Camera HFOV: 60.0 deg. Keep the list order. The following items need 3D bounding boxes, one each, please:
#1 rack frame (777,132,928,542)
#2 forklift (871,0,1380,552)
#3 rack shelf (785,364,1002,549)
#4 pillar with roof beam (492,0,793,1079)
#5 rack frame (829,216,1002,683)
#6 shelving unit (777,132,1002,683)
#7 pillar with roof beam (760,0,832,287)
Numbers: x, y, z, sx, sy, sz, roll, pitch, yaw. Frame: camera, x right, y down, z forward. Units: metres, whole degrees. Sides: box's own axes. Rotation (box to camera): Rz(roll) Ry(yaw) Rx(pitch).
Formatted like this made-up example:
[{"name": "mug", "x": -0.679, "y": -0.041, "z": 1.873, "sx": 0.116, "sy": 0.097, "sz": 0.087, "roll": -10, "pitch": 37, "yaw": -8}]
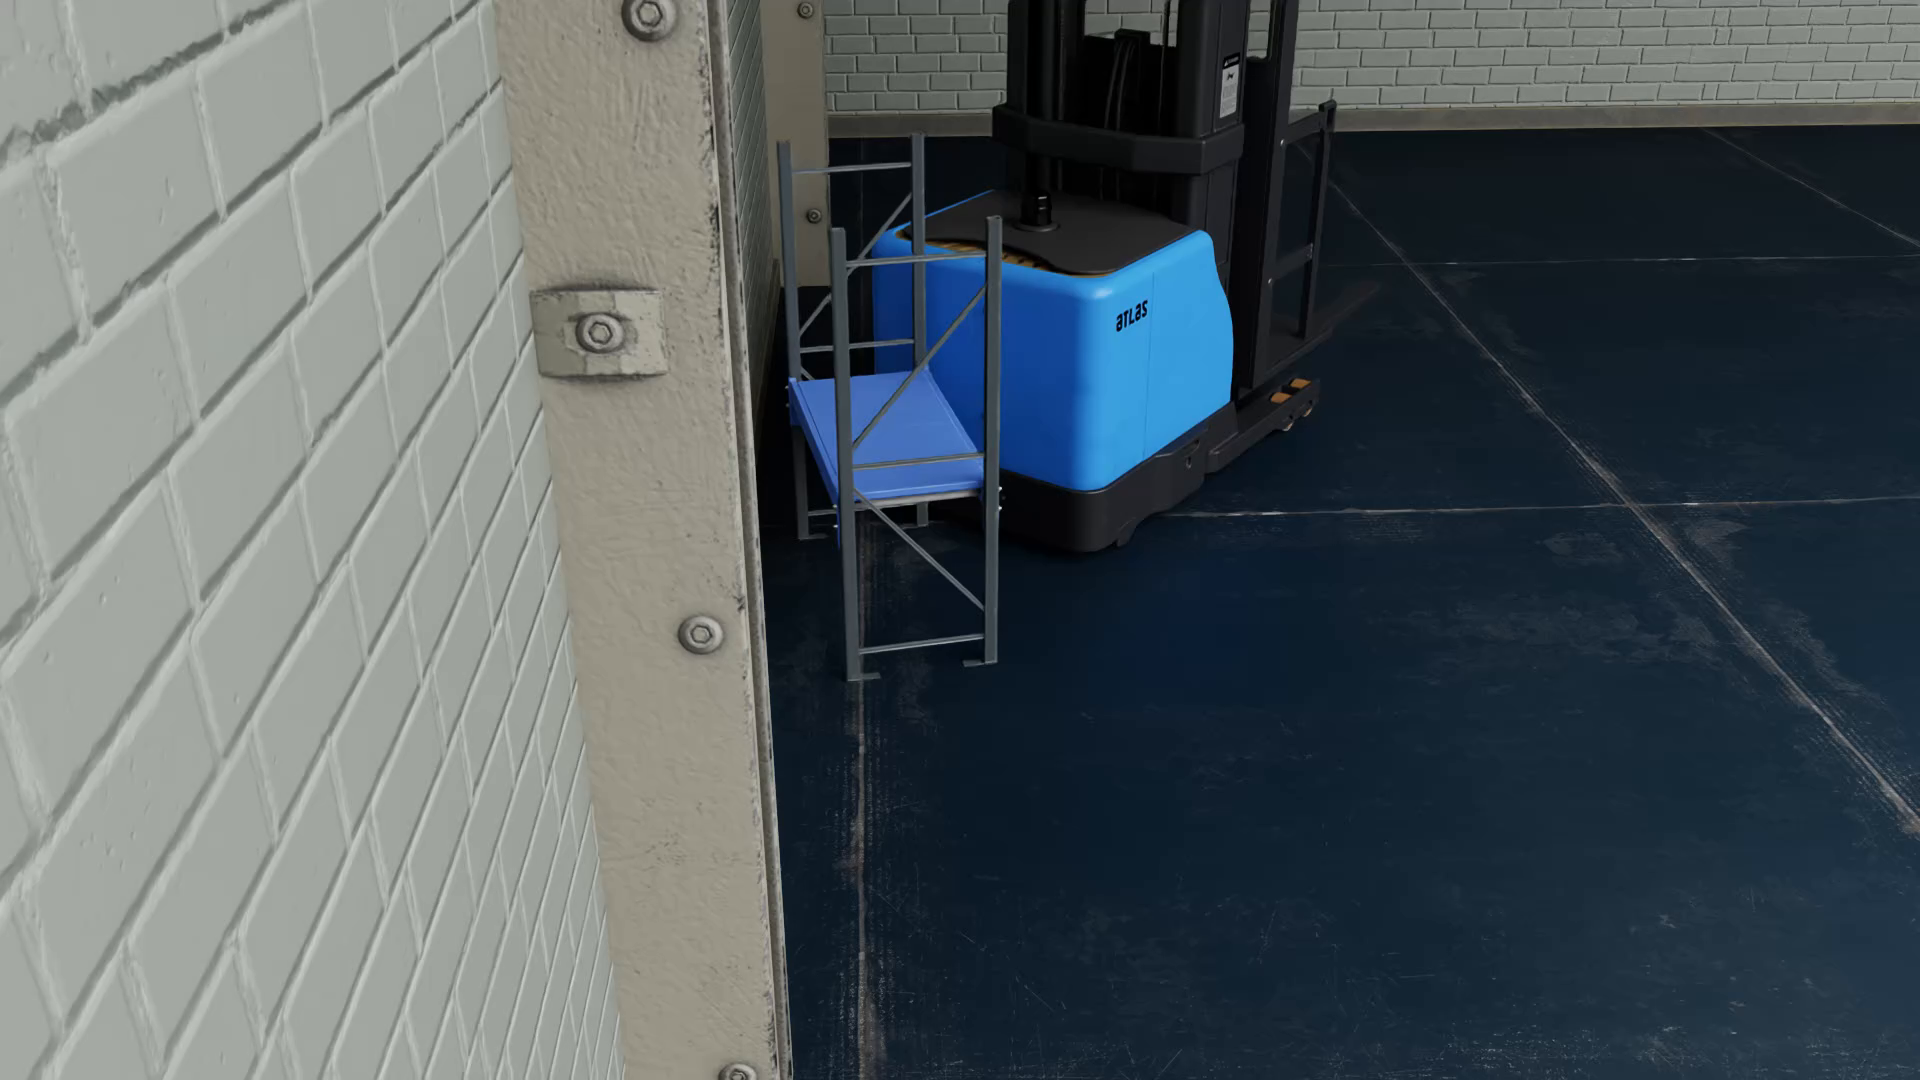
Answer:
[{"name": "rack frame", "x": -0.369, "y": -0.694, "z": 5.958, "sx": 0.500, "sy": 1.500, "sz": 0.032, "roll": -7, "pitch": 28, "yaw": -12}, {"name": "forklift", "x": 0.922, "y": -1.882, "z": 6.690, "sx": 1.130, "sy": 2.935, "sz": 3.031, "roll": 18, "pitch": 33, "yaw": 31}, {"name": "rack shelf", "x": -0.247, "y": -0.306, "z": 5.604, "sx": 0.538, "sy": 0.185, "sz": 1.000, "roll": -7, "pitch": 28, "yaw": -12}, {"name": "pillar with roof beam", "x": 3.765, "y": -2.764, "z": 1.818, "sx": 9.100, "sy": 9.000, "sz": 0.400, "roll": -1, "pitch": 28, "yaw": -3}, {"name": "rack frame", "x": -0.125, "y": -0.237, "z": 5.083, "sx": 0.500, "sy": 1.500, "sz": 0.032, "roll": -7, "pitch": 28, "yaw": -12}, {"name": "shelving unit", "x": -0.247, "y": -0.465, "z": 5.521, "sx": 0.538, "sy": 1.500, "sz": 1.048, "roll": -7, "pitch": 28, "yaw": -12}, {"name": "pillar with roof beam", "x": 3.452, "y": -5.535, "z": 7.131, "sx": 9.100, "sy": 9.000, "sz": 0.400, "roll": -1, "pitch": 28, "yaw": -3}]
